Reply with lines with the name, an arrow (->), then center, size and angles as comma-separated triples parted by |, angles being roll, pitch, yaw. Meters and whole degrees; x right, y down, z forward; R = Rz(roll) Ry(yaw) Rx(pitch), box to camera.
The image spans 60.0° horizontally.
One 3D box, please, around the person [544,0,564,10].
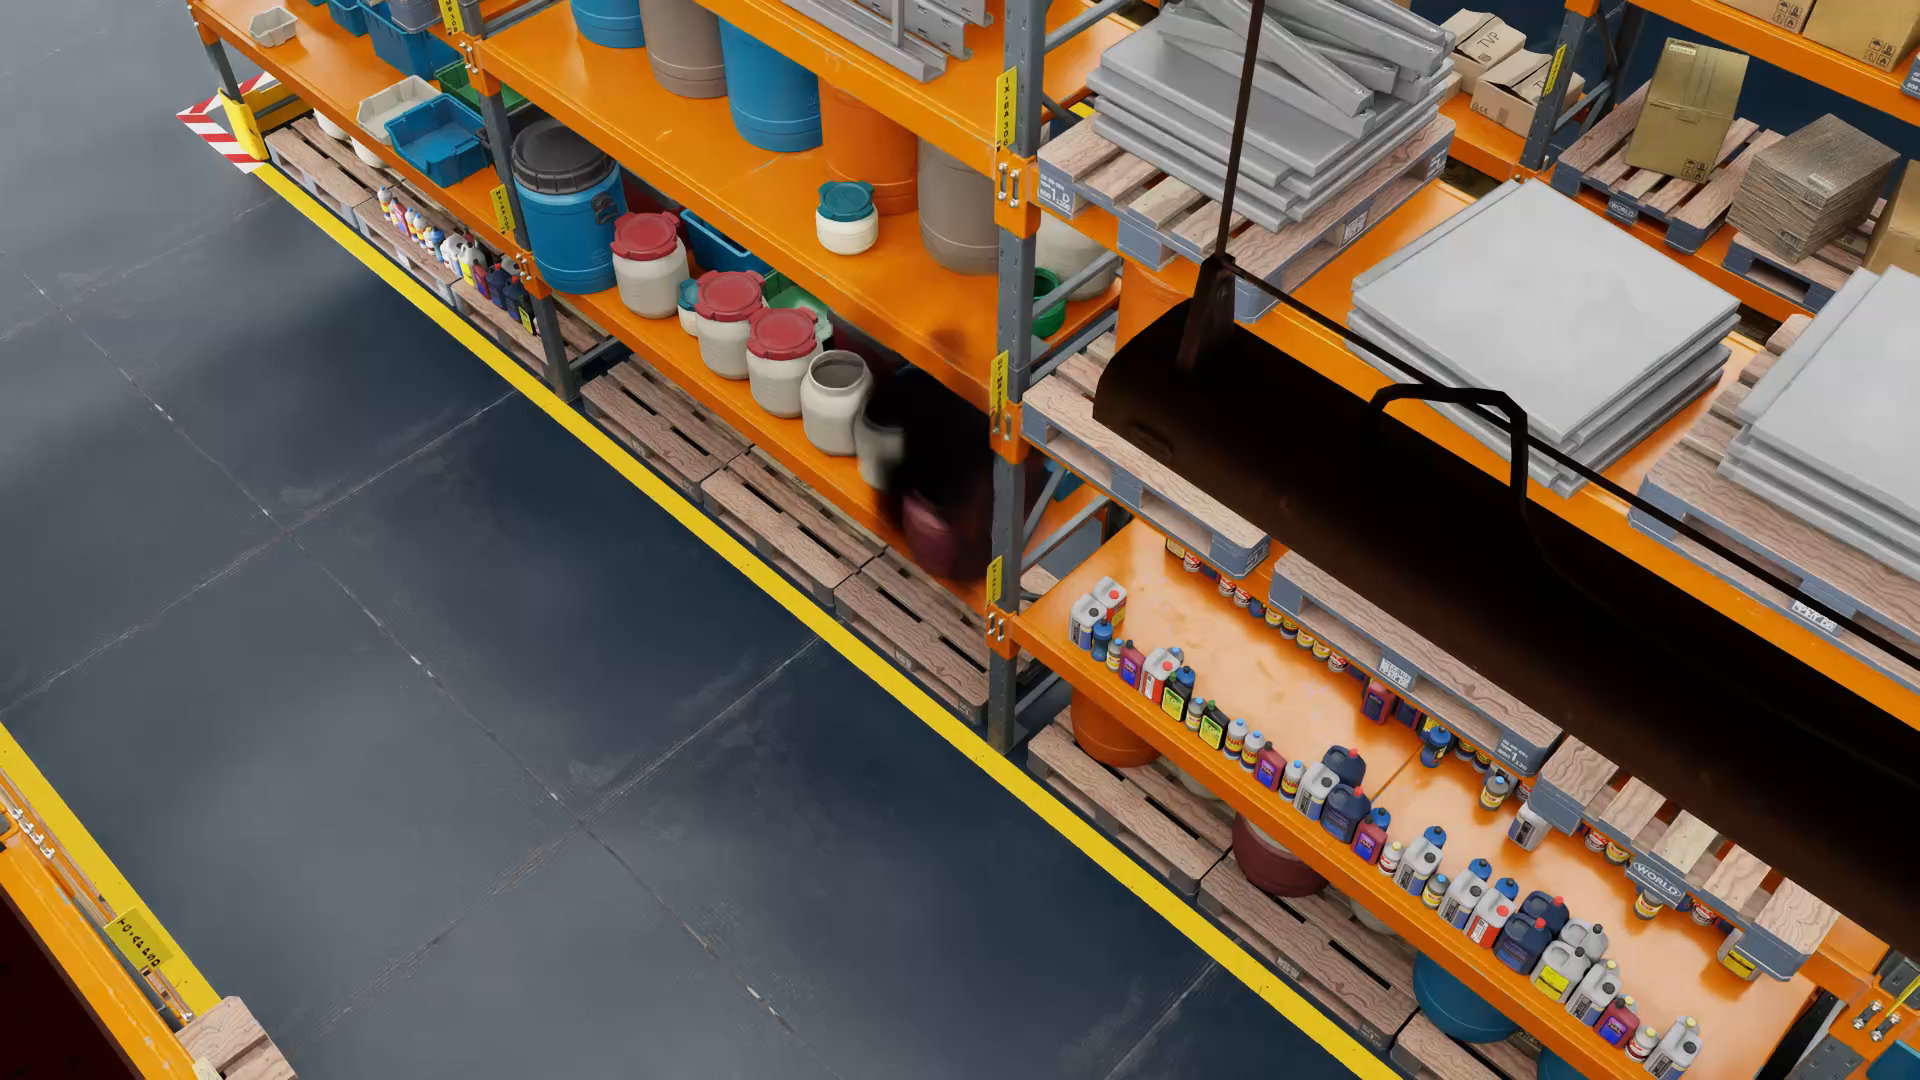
person -> -2.932, -3.936, 12.687 | 0.560, 1.556, 0.607 | -31, 57, -24
